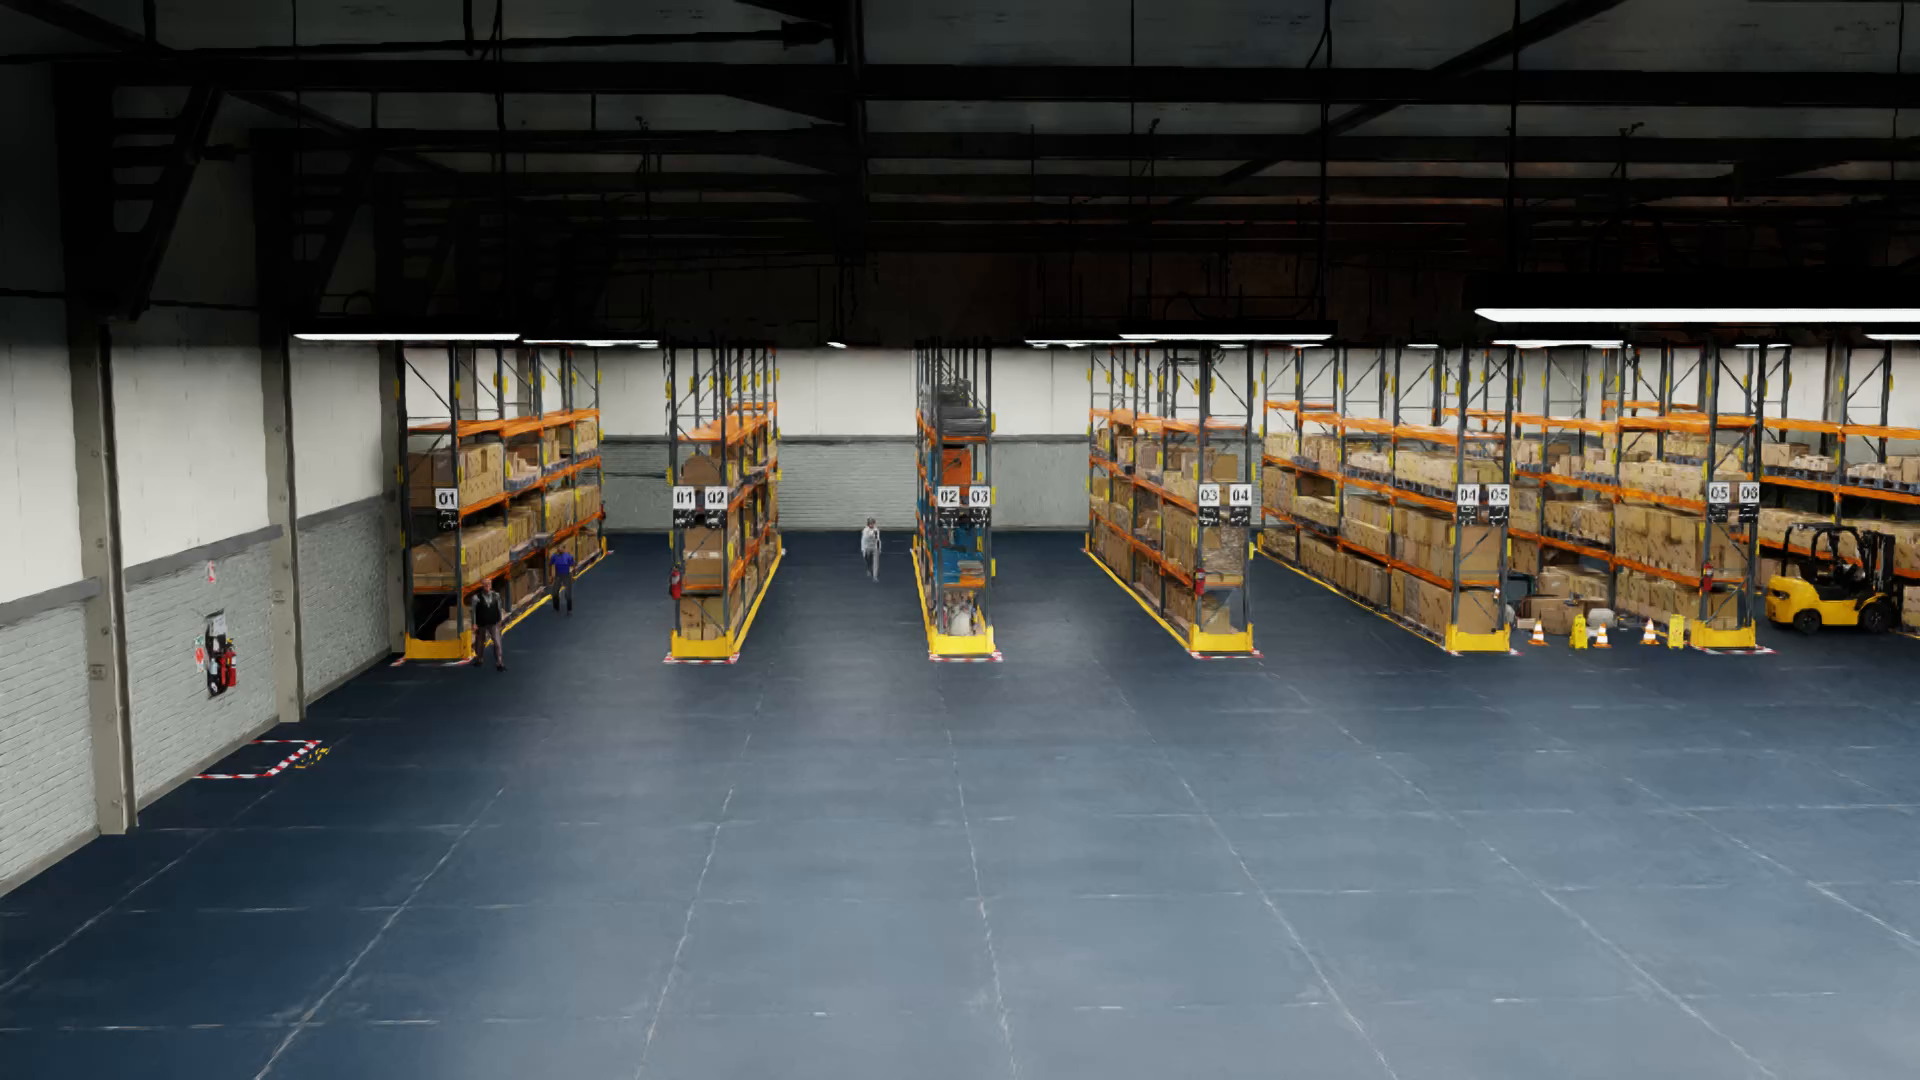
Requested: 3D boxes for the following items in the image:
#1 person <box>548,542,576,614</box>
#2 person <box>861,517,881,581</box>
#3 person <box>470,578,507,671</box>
[{"bbox_3d":[-8.655,0.826,36.207,0.592,1.604,0.518,-1,7,-5],"label":"person"},{"bbox_3d":[-2.223,0.204,41.497,0.495,1.589,1.086,0,6,-1],"label":"person"},{"bbox_3d":[-8.513,1.551,29.941,0.576,1.590,0.955,-3,7,-26],"label":"person"}]
